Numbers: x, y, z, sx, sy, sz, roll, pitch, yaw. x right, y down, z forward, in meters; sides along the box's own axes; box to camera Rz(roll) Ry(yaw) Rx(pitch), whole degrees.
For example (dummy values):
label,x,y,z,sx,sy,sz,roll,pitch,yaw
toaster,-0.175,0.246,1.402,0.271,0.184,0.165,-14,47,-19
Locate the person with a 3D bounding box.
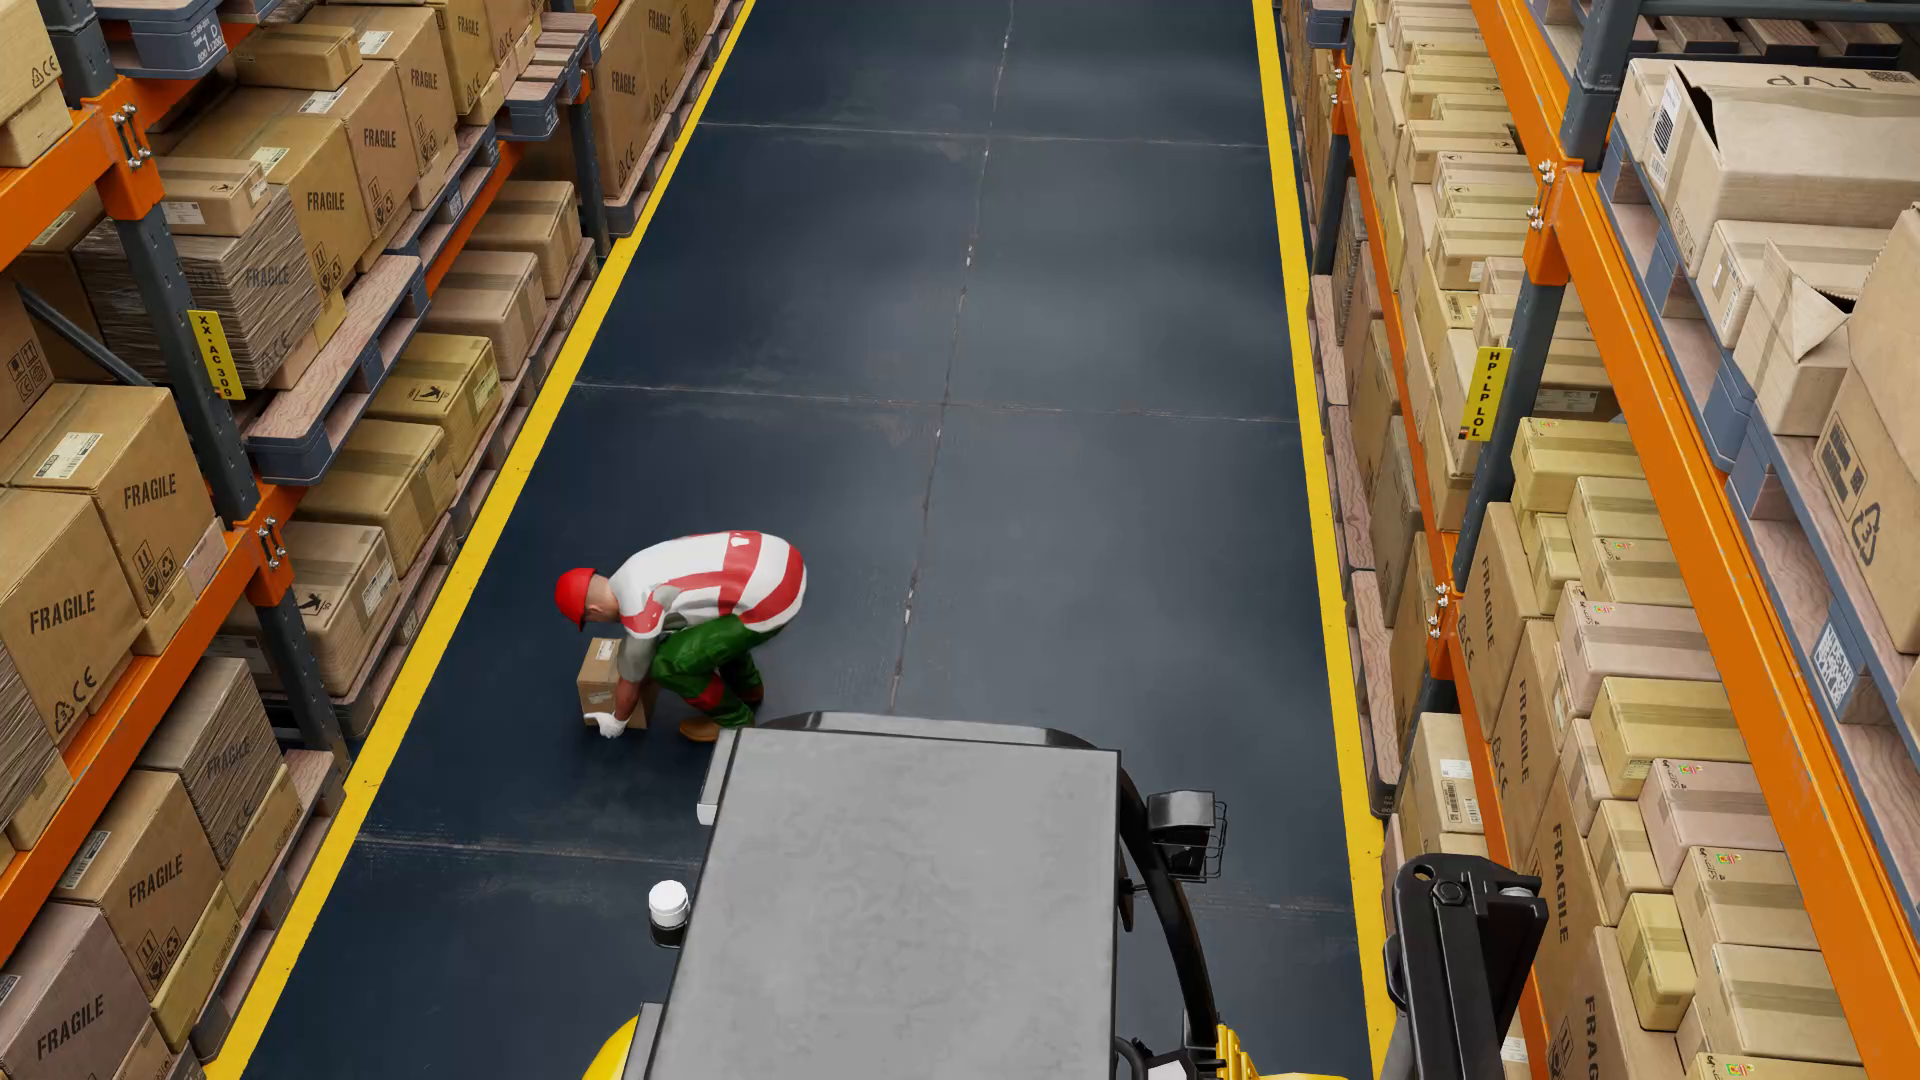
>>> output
label,x,y,z,sx,sy,sz,roll,pitch,yaw
person,-1.061,0.370,6.426,0.961,0.893,0.521,2,40,2
